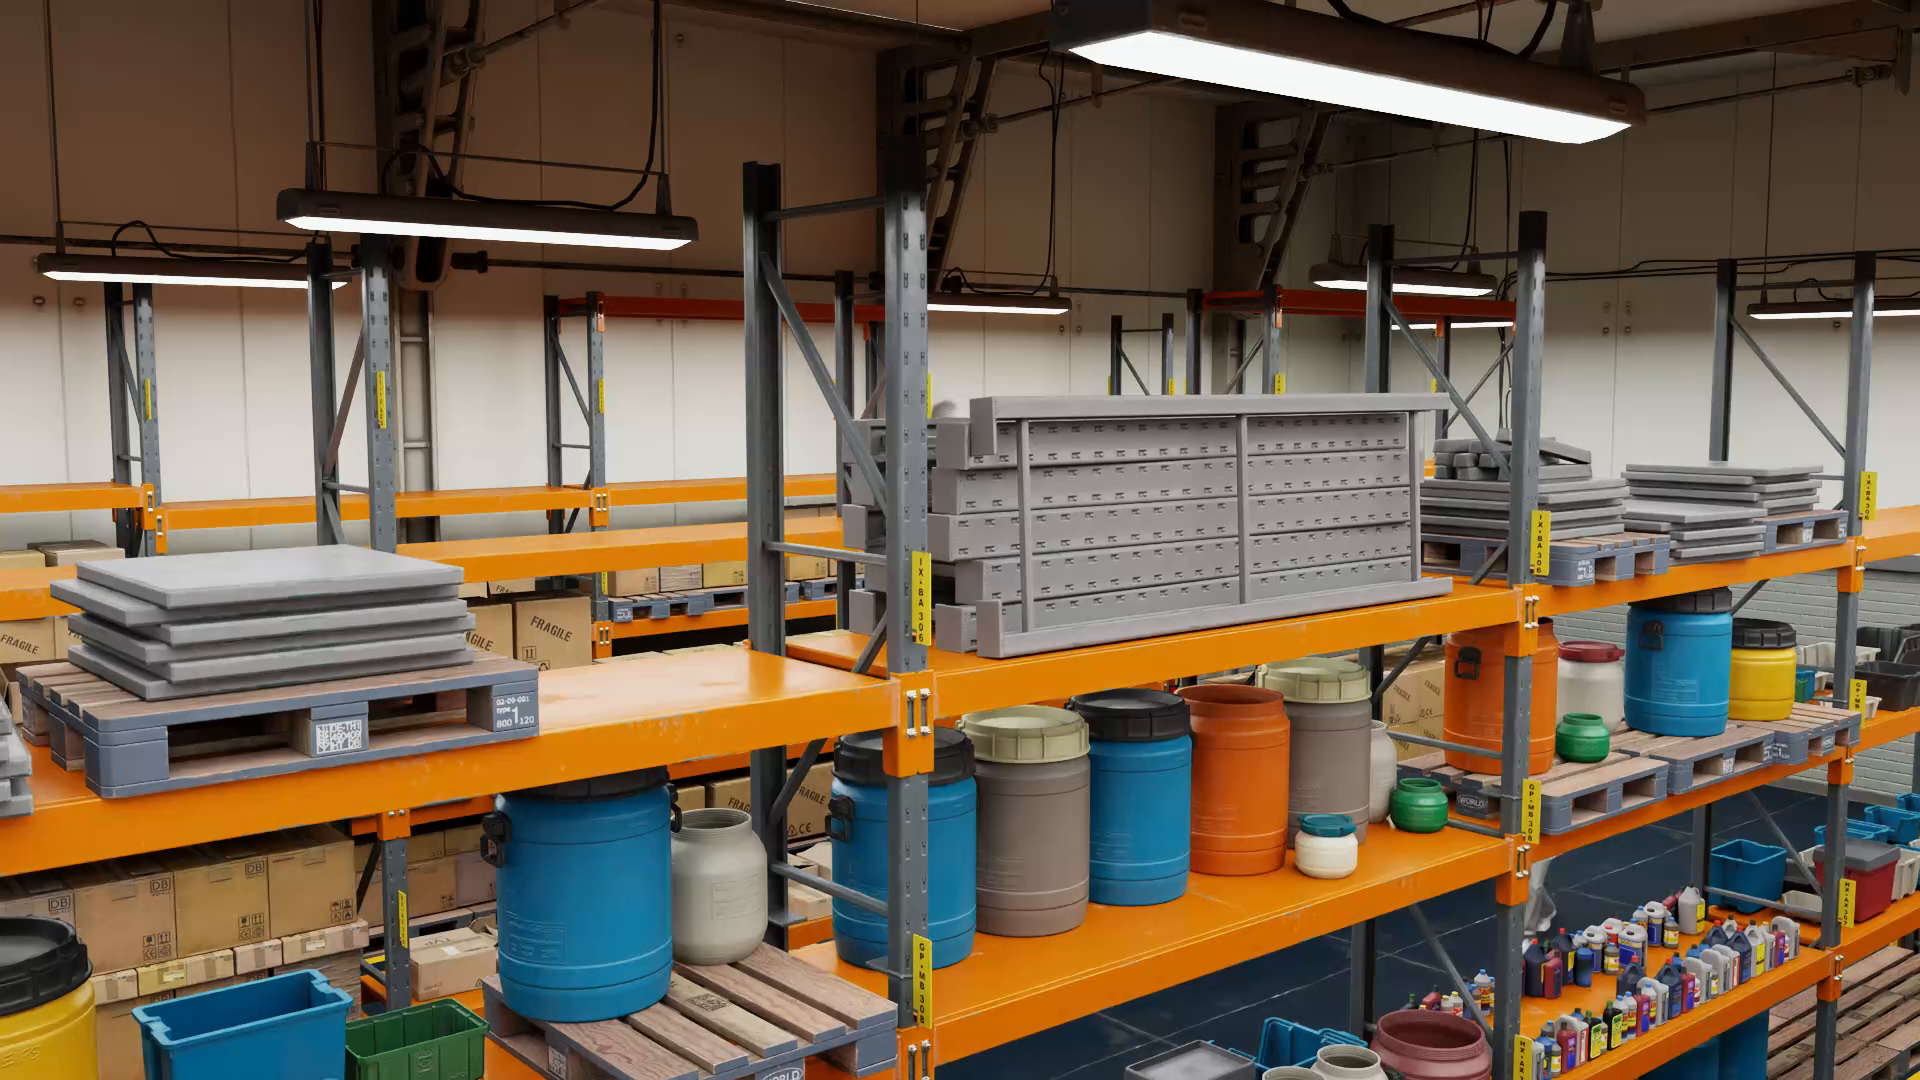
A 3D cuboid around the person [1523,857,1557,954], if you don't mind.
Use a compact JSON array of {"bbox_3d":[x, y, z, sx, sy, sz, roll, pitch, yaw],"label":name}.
[{"bbox_3d":[5.261,2.868,15.293,0.603,1.718,0.836,4,7,37],"label":"person"}]
